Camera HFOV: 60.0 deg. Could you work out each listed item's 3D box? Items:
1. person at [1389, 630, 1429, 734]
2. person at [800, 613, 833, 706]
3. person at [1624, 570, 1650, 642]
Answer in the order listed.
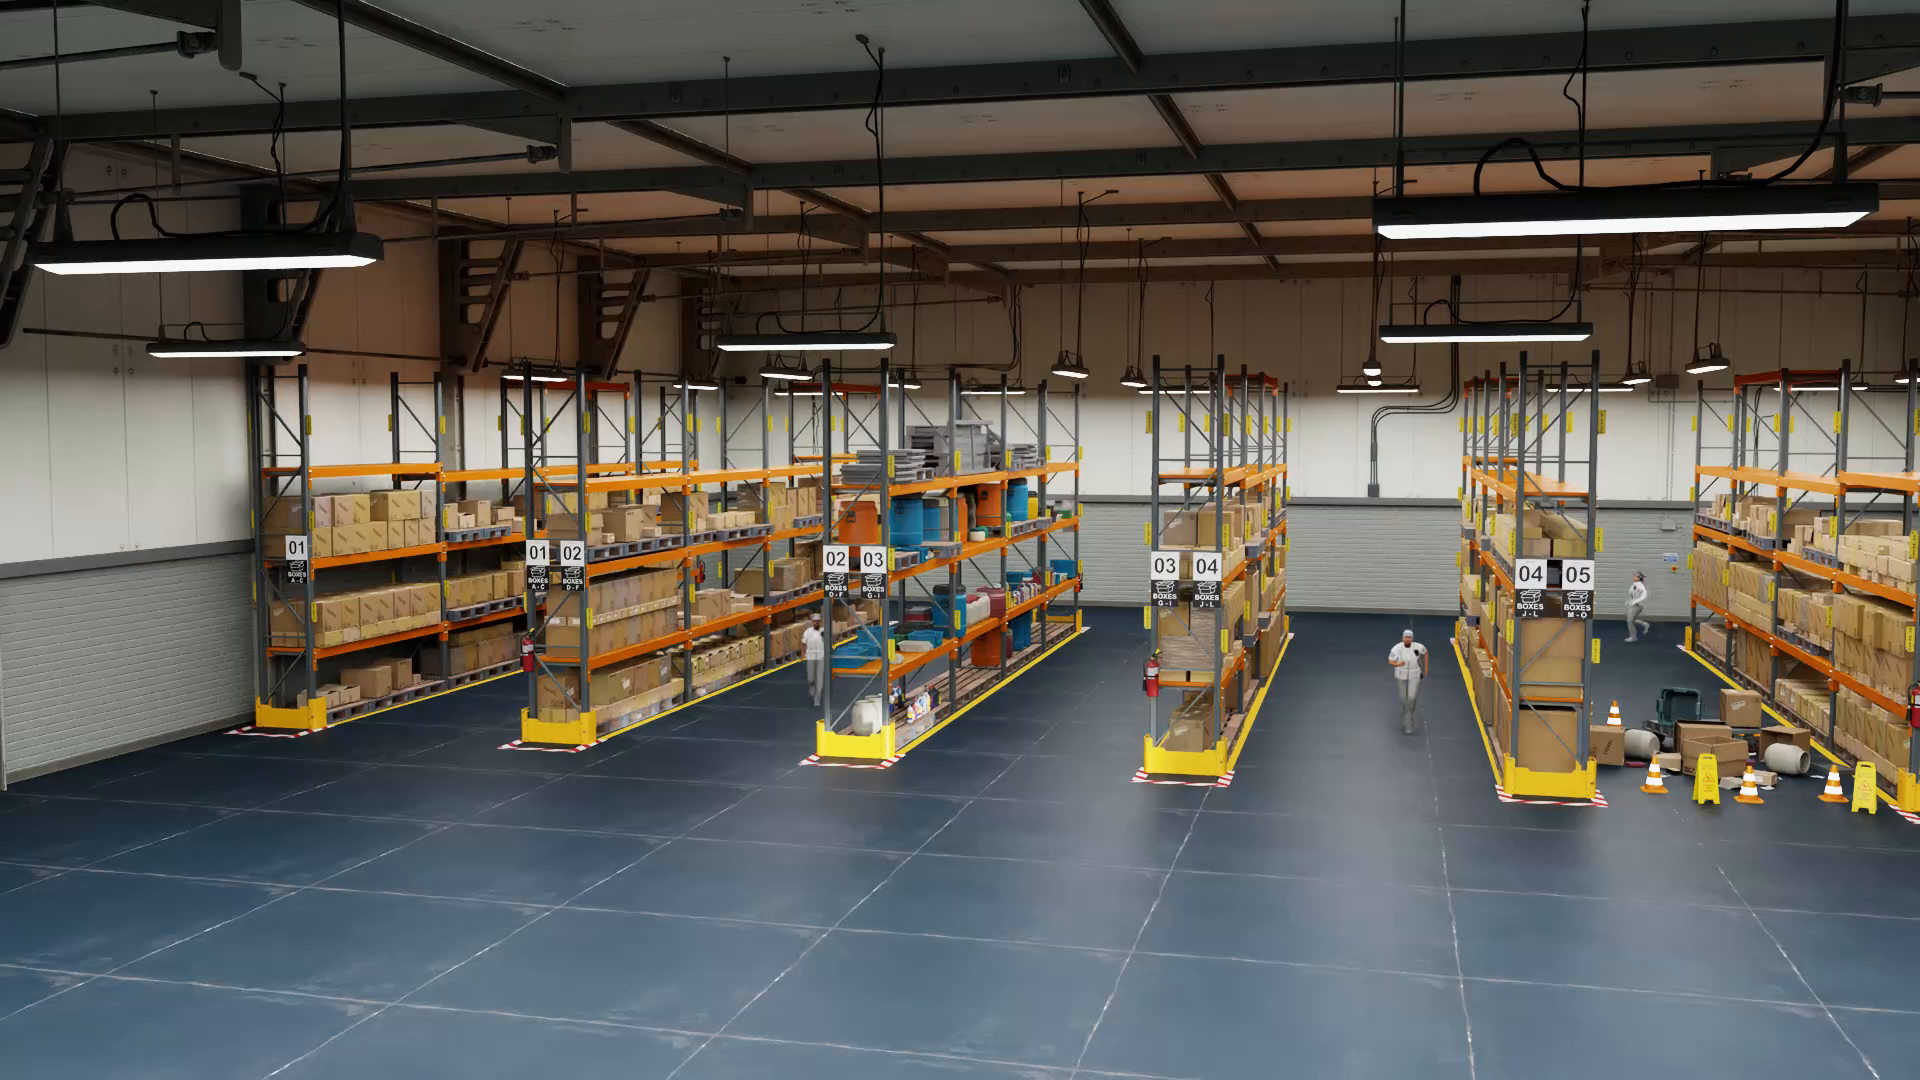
[{"bbox_3d":[7.360,2.304,27.308,0.626,1.707,0.831,1,4,17],"label":"person"},{"bbox_3d":[-2.574,2.128,29.824,0.581,1.660,0.560,0,4,-3],"label":"person"},{"bbox_3d":[15.719,1.529,38.508,0.586,1.659,0.617,0,4,4],"label":"person"}]
